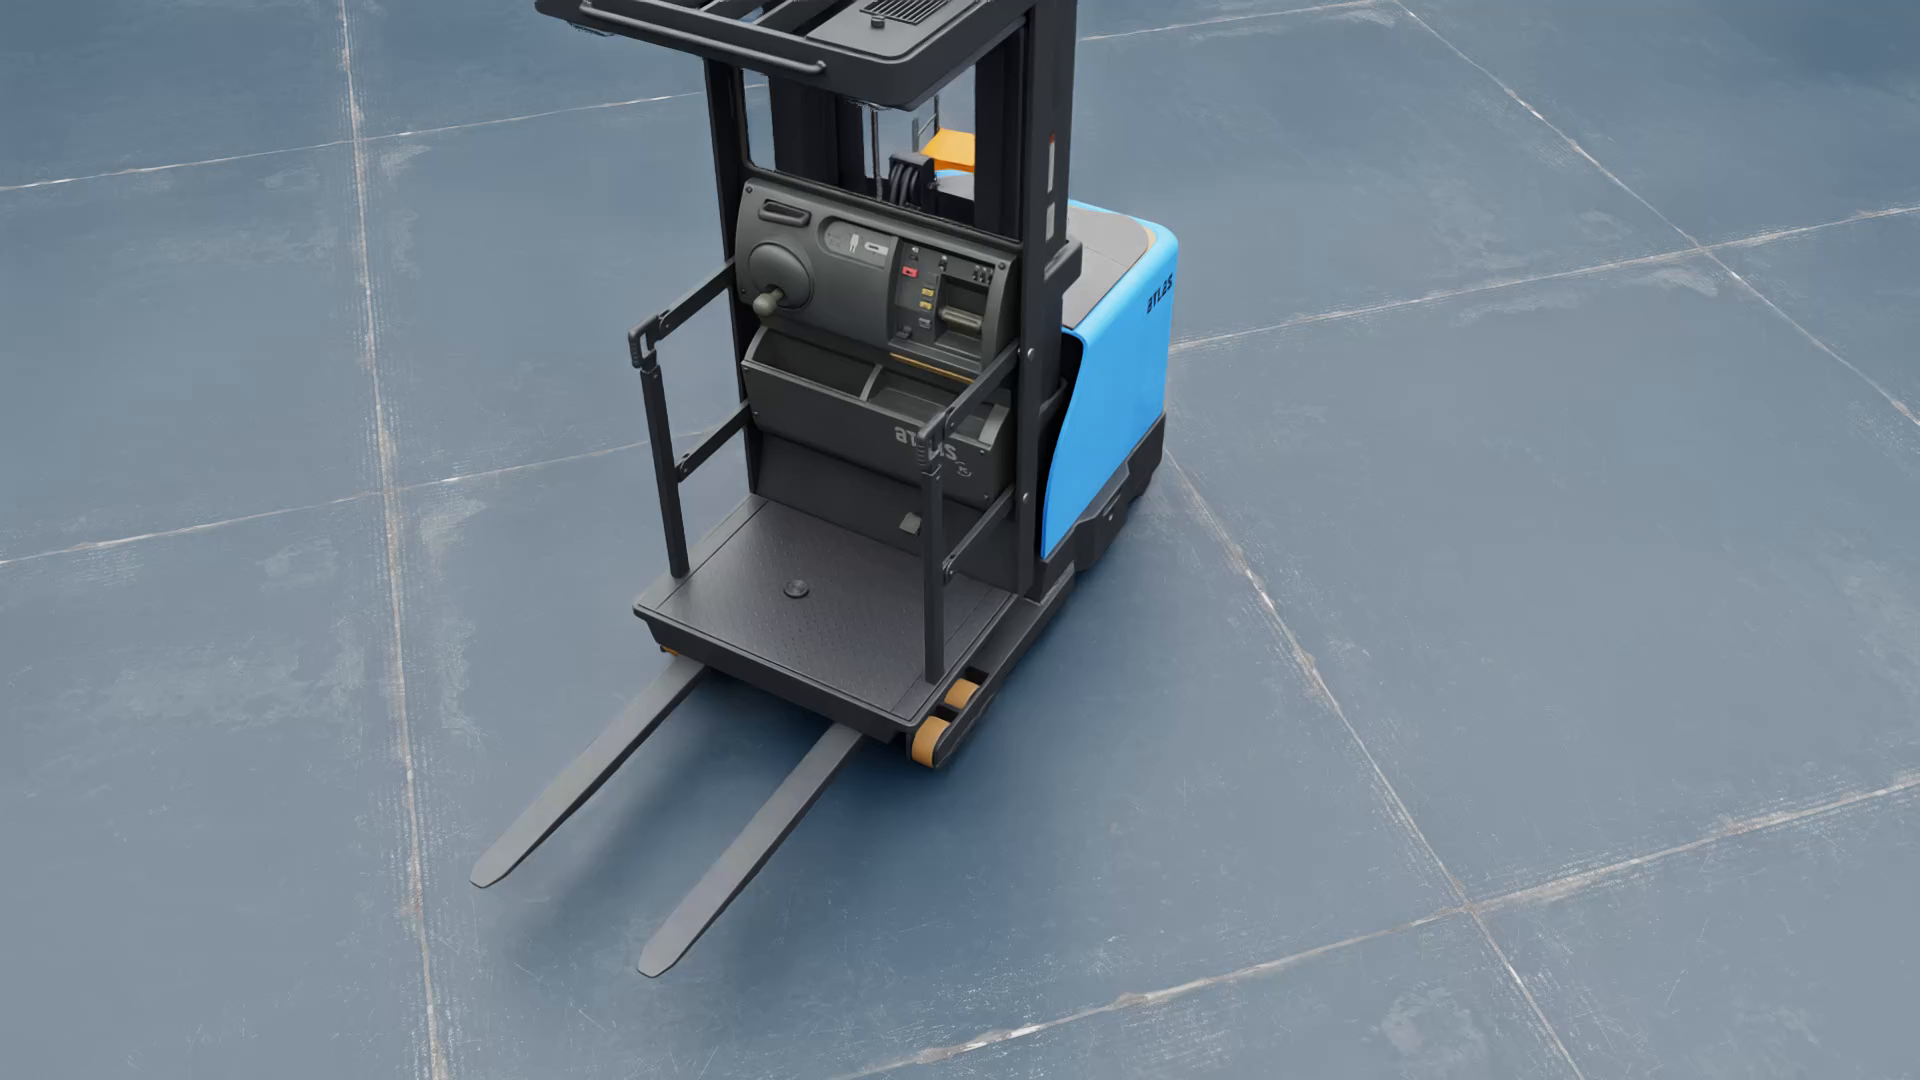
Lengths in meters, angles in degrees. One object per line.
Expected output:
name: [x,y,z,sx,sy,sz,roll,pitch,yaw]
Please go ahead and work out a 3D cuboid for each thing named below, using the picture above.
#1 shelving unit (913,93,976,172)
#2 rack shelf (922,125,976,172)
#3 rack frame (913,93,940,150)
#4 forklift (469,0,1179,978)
shelving unit: [0.096,-1.130,6.627,0.503,1.200,0.258,14,42,16]
rack shelf: [0.099,-1.430,6.374,0.480,0.148,0.258,14,42,16]
rack frame: [-0.131,-1.188,6.694,0.015,1.200,0.240,14,42,16]
forklift: [-0.378,-0.712,4.837,1.130,2.935,3.031,21,45,22]
